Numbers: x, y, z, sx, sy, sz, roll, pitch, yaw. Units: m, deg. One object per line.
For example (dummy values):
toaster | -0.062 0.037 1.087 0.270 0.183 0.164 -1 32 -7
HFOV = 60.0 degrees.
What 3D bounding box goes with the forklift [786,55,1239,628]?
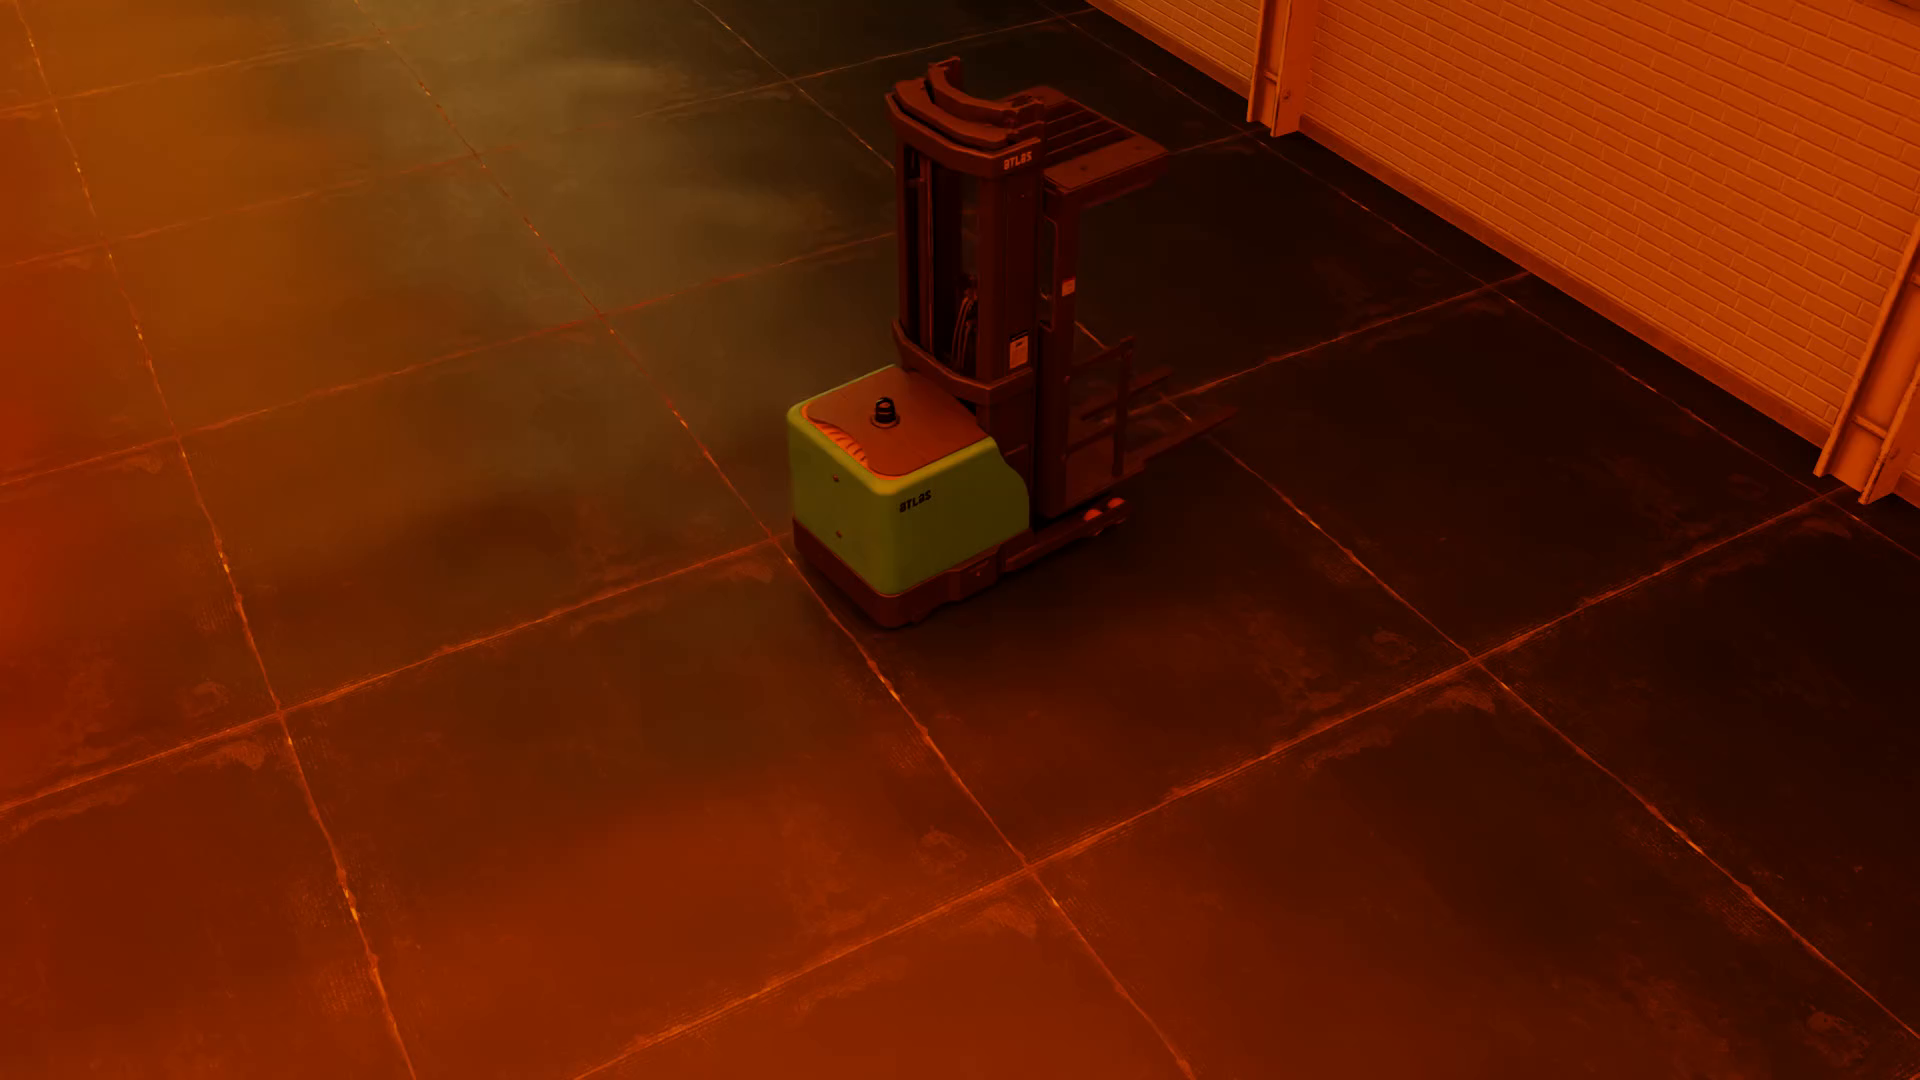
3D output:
forklift | 0.456 -1.396 9.719 3.031 2.935 1.130 -26 46 -28
